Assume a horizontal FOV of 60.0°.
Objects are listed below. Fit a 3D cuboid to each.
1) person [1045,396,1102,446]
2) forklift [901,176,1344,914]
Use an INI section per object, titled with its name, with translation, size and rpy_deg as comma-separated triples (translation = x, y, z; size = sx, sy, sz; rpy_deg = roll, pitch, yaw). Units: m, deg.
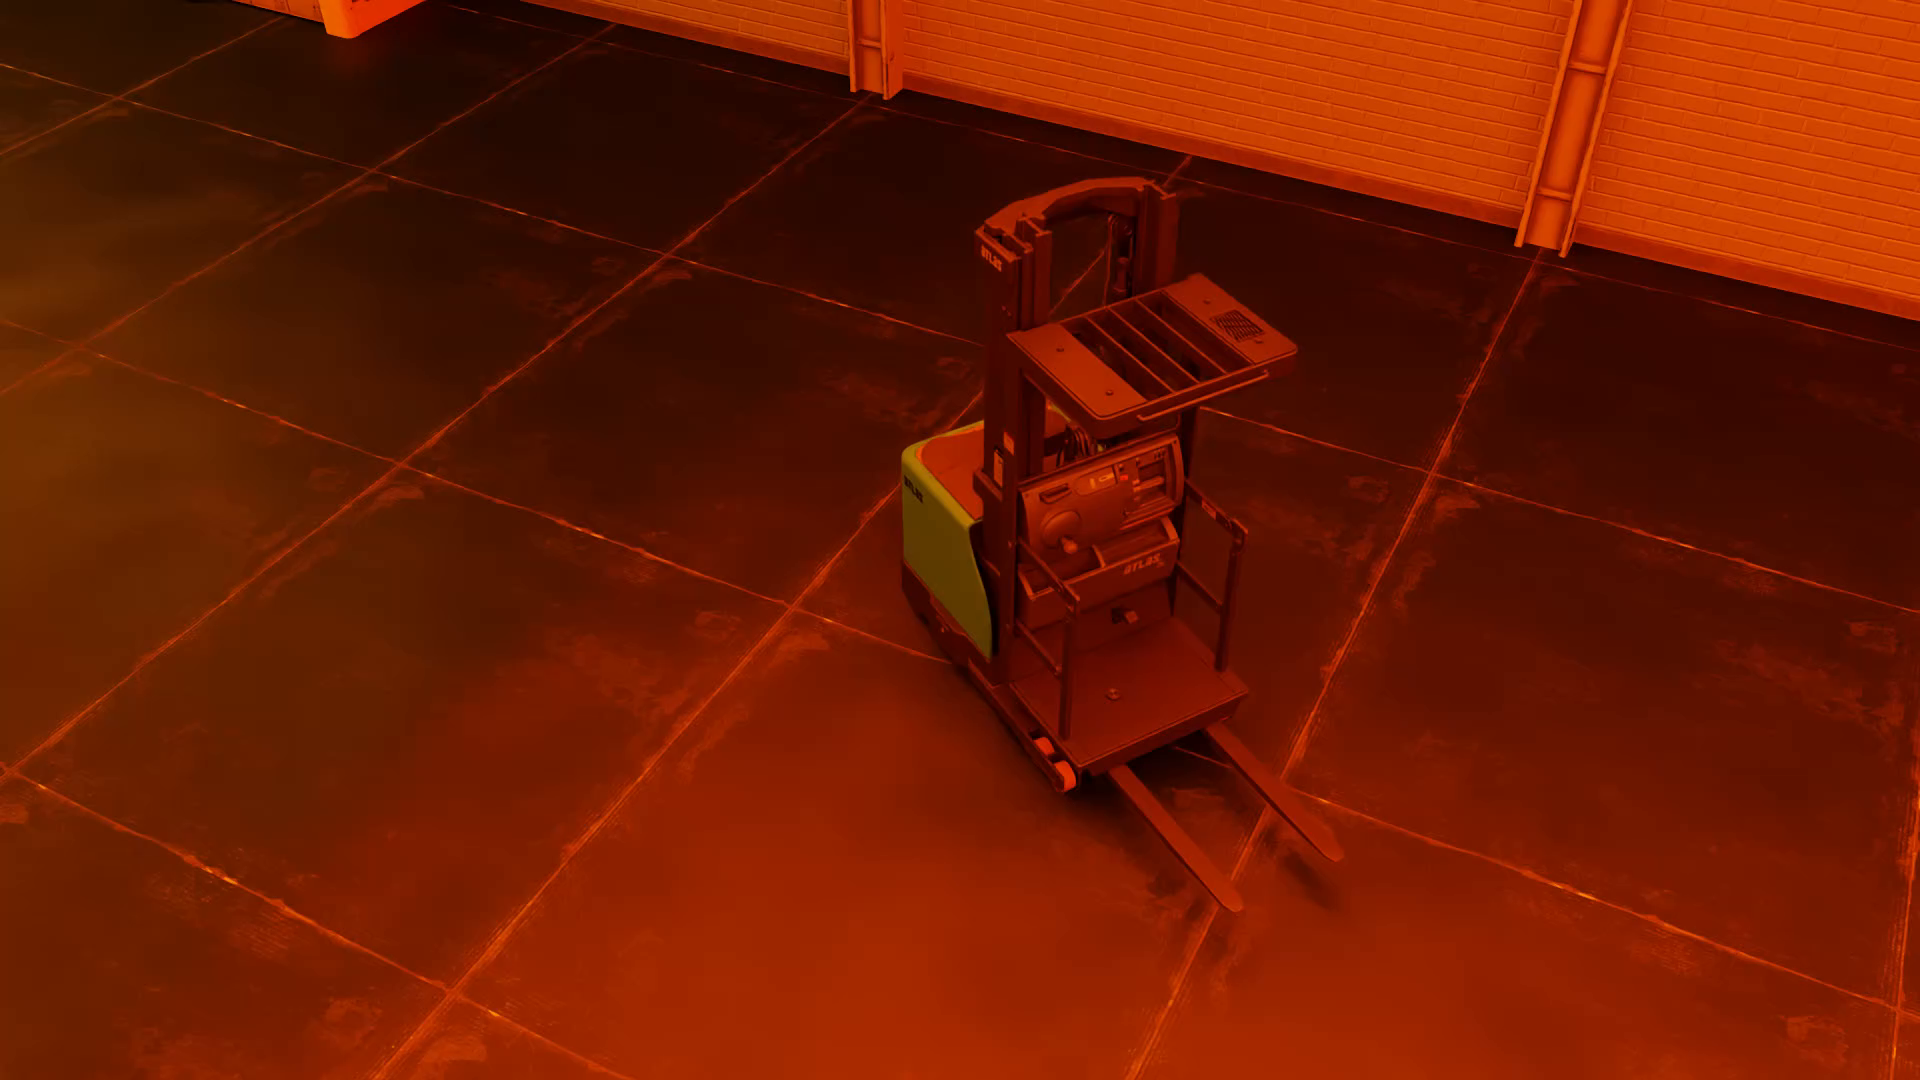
[person]
translation = 0.649, -0.470, 9.712
size = 0.709, 1.371, 0.766
rpy_deg = 32, 50, 32
[forklift]
translation = 0.827, -0.145, 8.158
size = 1.130, 2.935, 3.031
rpy_deg = -20, 44, -22
